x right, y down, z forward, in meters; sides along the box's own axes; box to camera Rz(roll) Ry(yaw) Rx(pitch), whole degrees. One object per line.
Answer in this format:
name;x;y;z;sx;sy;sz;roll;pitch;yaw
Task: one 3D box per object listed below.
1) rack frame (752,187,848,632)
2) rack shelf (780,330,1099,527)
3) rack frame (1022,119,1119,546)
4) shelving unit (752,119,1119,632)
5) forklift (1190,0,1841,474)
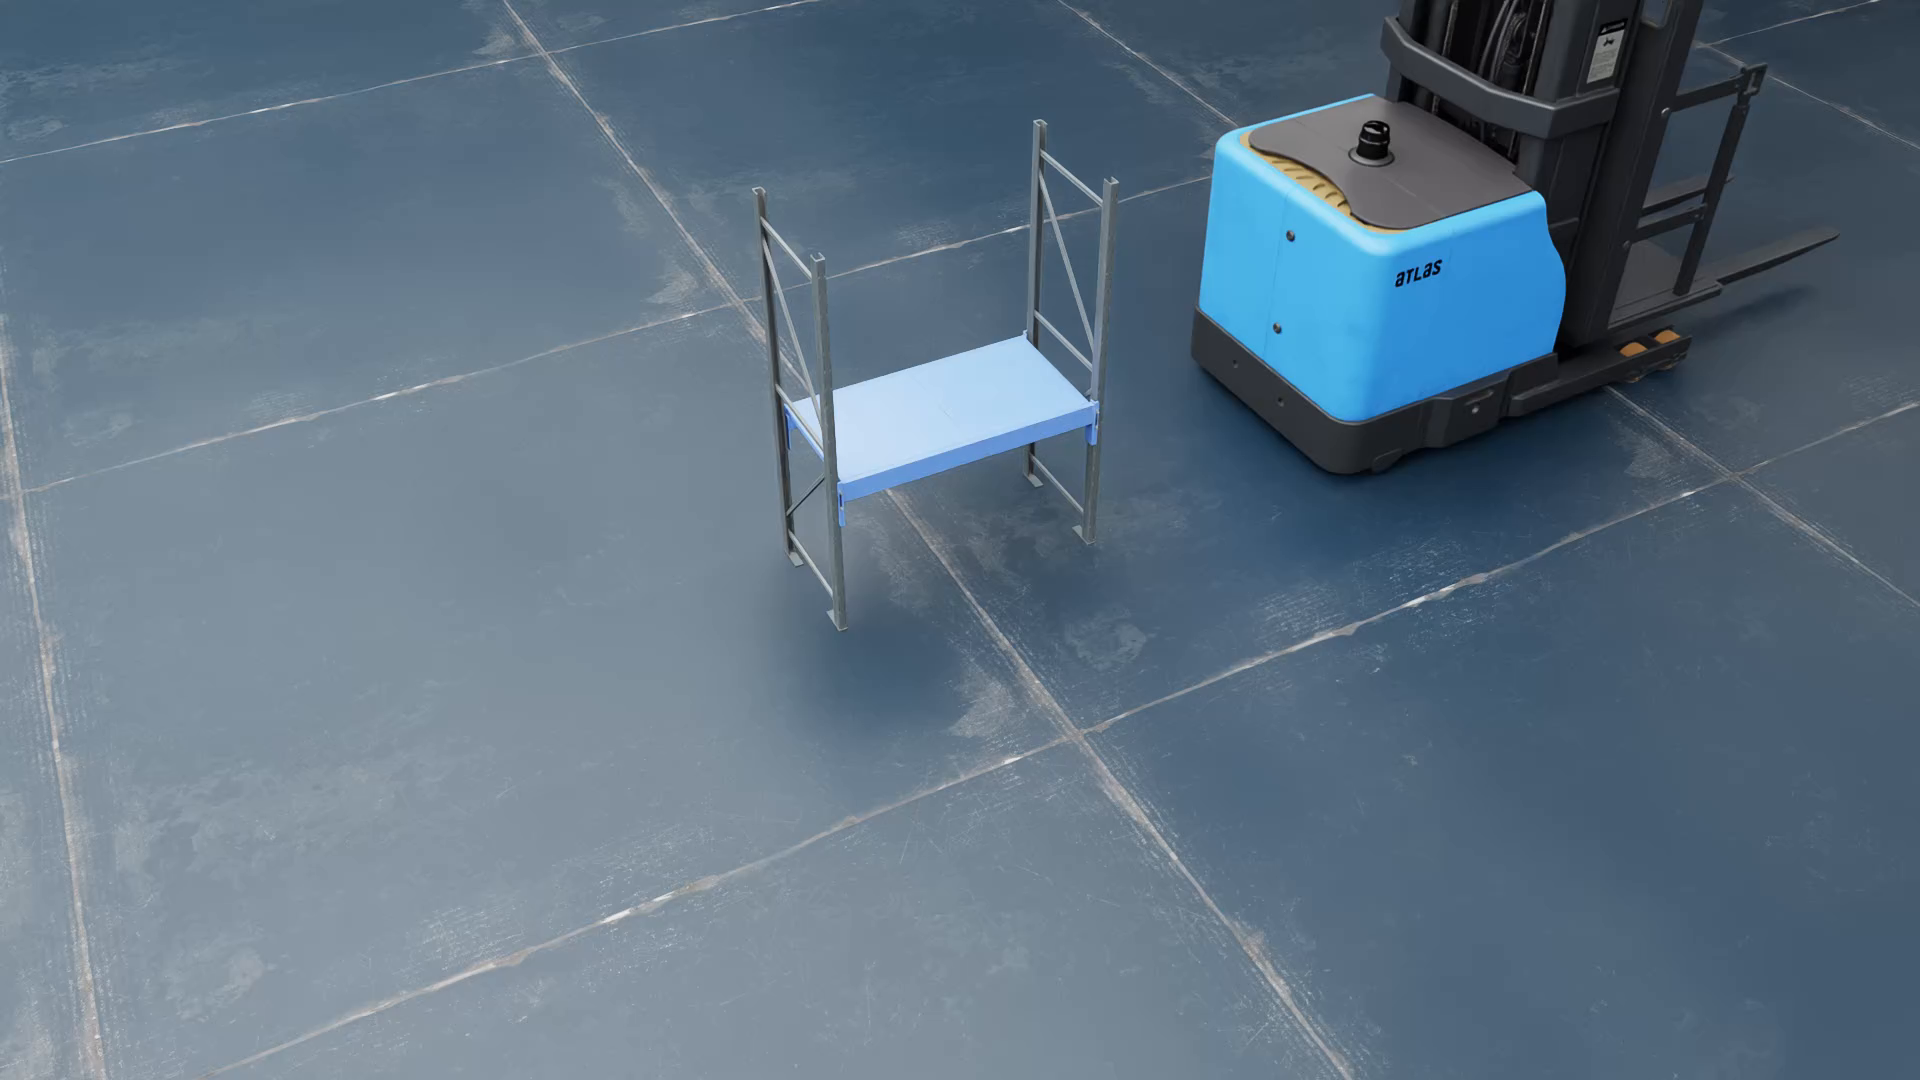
rack frame;-0.527;-0.395;5.556;0.032;1.500;0.500;-19;44;-21
rack shelf;-0.076;-0.410;5.852;1.000;0.185;0.538;-19;44;-21
rack frame;0.375;-0.699;5.915;0.032;1.500;0.500;-19;44;-21
shelving unit;-0.076;-0.547;5.735;1.048;1.500;0.538;-19;44;-21
forklift;2.520;-2.063;6.419;3.031;2.935;1.130;-20;44;-22
